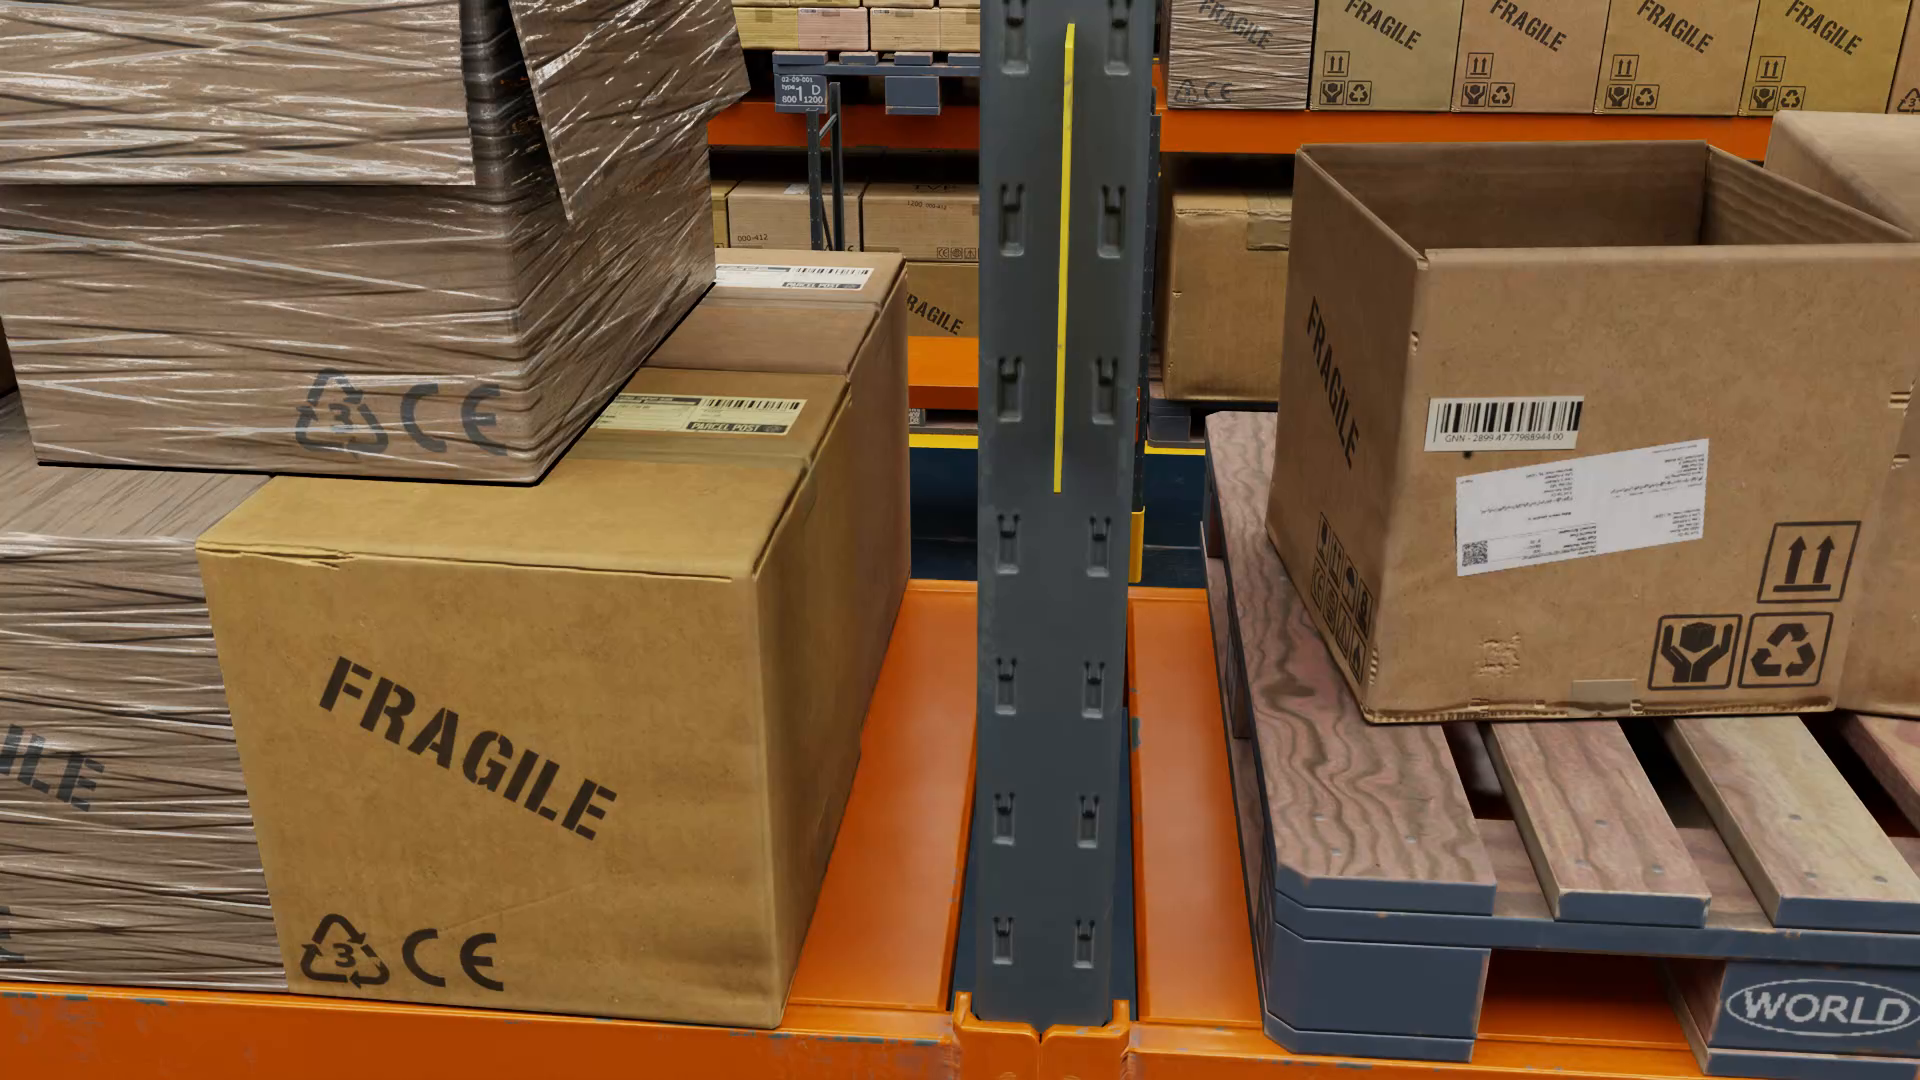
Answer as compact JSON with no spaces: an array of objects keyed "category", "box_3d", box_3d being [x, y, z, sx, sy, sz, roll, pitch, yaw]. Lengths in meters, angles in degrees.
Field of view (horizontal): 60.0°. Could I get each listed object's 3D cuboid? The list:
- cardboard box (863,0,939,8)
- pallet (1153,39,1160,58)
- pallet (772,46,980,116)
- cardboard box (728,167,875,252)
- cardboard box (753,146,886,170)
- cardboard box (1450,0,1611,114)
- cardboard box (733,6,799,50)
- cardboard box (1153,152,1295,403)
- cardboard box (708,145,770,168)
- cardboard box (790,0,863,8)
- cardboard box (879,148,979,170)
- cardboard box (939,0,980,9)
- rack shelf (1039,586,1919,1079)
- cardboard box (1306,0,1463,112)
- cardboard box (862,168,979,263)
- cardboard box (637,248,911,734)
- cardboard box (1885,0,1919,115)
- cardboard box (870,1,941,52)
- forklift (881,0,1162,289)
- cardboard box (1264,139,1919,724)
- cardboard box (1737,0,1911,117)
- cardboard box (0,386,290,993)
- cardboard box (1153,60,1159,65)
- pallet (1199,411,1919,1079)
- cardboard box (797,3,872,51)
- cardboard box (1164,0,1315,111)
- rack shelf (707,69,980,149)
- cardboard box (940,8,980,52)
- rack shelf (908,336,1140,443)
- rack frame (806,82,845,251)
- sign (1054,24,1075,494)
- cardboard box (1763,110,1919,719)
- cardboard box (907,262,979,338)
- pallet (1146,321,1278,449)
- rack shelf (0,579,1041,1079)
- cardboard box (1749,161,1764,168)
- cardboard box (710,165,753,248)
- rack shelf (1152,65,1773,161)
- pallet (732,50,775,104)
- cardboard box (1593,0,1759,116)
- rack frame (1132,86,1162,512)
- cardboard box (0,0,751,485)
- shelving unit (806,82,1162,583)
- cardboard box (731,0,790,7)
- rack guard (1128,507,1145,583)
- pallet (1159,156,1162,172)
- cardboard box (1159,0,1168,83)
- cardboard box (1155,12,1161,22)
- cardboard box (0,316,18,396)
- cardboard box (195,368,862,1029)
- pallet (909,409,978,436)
[{"category":"cardboard box","box_3d":[-0.198,-2.017,5.987,0.250,0.149,0.380,3,25,6]},{"category":"pallet","box_3d":[2.068,-4.797,15.923,1.213,0.211,1.003,2,25,4]},{"category":"pallet","box_3d":[-0.123,-1.862,6.439,1.003,0.211,1.213,2,25,4]},{"category":"cardboard box","box_3d":[-0.611,-1.291,6.559,0.500,0.250,0.500,2,25,5]},{"category":"cardboard box","box_3d":[-0.579,-1.506,7.026,0.500,0.250,0.500,2,25,3]},{"category":"cardboard box","box_3d":[2.033,-1.858,6.081,0.500,0.500,0.500,2,25,4]},{"category":"cardboard box","box_3d":[-0.684,-1.898,6.085,0.250,0.149,0.380,2,25,3]},{"category":"cardboard box","box_3d":[1.196,-1.083,6.704,0.750,0.750,1.050,2,25,3]},{"category":"cardboard box","box_3d":[-1.071,-1.527,7.072,0.500,0.250,0.500,2,25,4]},{"category":"cardboard box","box_3d":[-0.461,-2.024,6.003,0.250,0.149,0.380,2,25,5]},{"category":"cardboard box","box_3d":[-0.073,-1.490,6.991,0.500,0.250,0.500,1,25,2]},{"category":"cardboard box","box_3d":[0.068,-2.009,5.970,0.250,0.149,0.380,2,25,5]},{"category":"rack shelf","box_3d":[2.109,0.484,1.971,4.000,0.370,1.077,2,25,4]},{"category":"cardboard box","box_3d":[1.530,-1.875,6.116,0.500,0.500,0.500,2,25,3]},{"category":"cardboard box","box_3d":[-0.106,-1.280,6.534,0.500,0.250,0.500,1,25,3]},{"category":"cardboard box","box_3d":[-0.349,-0.082,2.219,0.500,0.500,0.500,3,25,6]},{"category":"cardboard box","box_3d":[3.539,-1.810,5.976,0.500,0.500,0.500,2,25,3]},{"category":"cardboard box","box_3d":[-0.179,-1.881,6.047,0.250,0.149,0.380,2,25,4]},{"category":"forklift","box_3d":[1.069,-2.756,8.234,3.031,2.935,1.130,1,25,2]},{"category":"cardboard box","box_3d":[0.657,-0.143,1.850,0.500,0.500,0.500,-1,25,-2]},{"category":"cardboard box","box_3d":[3.035,-1.826,6.011,0.500,0.500,0.500,2,25,5]},{"category":"cardboard box","box_3d":[-0.892,0.116,1.789,0.500,0.500,0.500,2,25,4]},{"category":"cardboard box","box_3d":[1.436,-3.012,11.349,0.625,0.372,0.950,0,25,0]},{"category":"pallet","box_3d":[0.834,0.158,2.047,1.003,0.211,1.213,2,25,4]},{"category":"cardboard box","box_3d":[-0.435,-1.889,6.065,0.250,0.149,0.380,2,25,5]},{"category":"cardboard box","box_3d":[1.023,-1.890,6.149,0.500,0.500,0.500,2,25,5]},{"category":"rack shelf","box_3d":[-1.398,-1.708,6.735,4.000,0.370,1.077,2,25,4]},{"category":"cardboard box","box_3d":[0.069,-1.872,6.028,0.250,0.149,0.380,2,25,5]},{"category":"rack shelf","box_3d":[0.085,-0.515,5.506,1.000,0.185,0.538,2,25,4]},{"category":"rack frame","box_3d":[-0.422,-0.695,5.466,0.032,1.500,0.500,2,25,4]},{"category":"sign","box_3d":[0.076,-0.202,1.215,0.005,0.325,0.100,2,25,4]},{"category":"cardboard box","box_3d":[1.221,-0.167,1.902,0.500,0.500,0.700,5,25,12]},{"category":"cardboard box","box_3d":[-0.081,-0.939,6.689,0.500,0.500,0.500,2,25,4]},{"category":"pallet","box_3d":[1.376,-0.648,6.905,1.213,0.211,1.003,2,25,4]},{"category":"rack shelf","box_3d":[-1.879,0.356,2.249,4.000,0.370,1.077,2,25,4]},{"category":"cardboard box","box_3d":[2.997,-1.027,6.582,0.750,0.750,1.050,2,25,4]},{"category":"cardboard box","box_3d":[-1.116,-1.314,6.608,0.500,0.250,0.500,2,25,5]},{"category":"rack shelf","box_3d":[2.590,-1.580,6.457,4.000,0.370,1.077,2,25,4]},{"category":"pallet","box_3d":[-1.381,-1.930,6.586,1.213,0.211,1.003,2,25,4]},{"category":"cardboard box","box_3d":[2.529,-1.841,6.044,0.500,0.500,0.500,2,25,3]},{"category":"rack frame","box_3d":[0.592,-0.662,5.395,0.032,1.500,0.500,2,25,4]},{"category":"cardboard box","box_3d":[-0.613,-0.438,1.795,0.637,0.503,0.797,3,25,6]},{"category":"shelving unit","box_3d":[0.076,-0.679,5.431,1.083,1.500,0.587,2,25,4]},{"category":"cardboard box","box_3d":[-0.710,-2.032,6.021,0.250,0.149,0.380,2,25,4]},{"category":"rack guard","box_3d":[0.573,-0.095,5.658,0.087,0.250,0.587,2,25,4]},{"category":"pallet","box_3d":[1.653,-2.745,11.463,1.213,0.211,1.003,2,25,4]},{"category":"cardboard box","box_3d":[1.065,-2.114,6.636,0.500,0.500,0.500,2,25,4]},{"category":"cardboard box","box_3d":[1.871,-5.193,15.785,0.625,0.625,0.875,3,25,6]},{"category":"cardboard box","box_3d":[-1.262,-0.460,1.843,0.637,0.503,0.797,2,25,5]},{"category":"cardboard box","box_3d":[-0.396,0.135,1.749,0.500,0.500,0.500,3,25,6]},{"category":"pallet","box_3d":[-0.183,-0.730,7.084,1.213,0.211,1.003,2,25,4]}]
